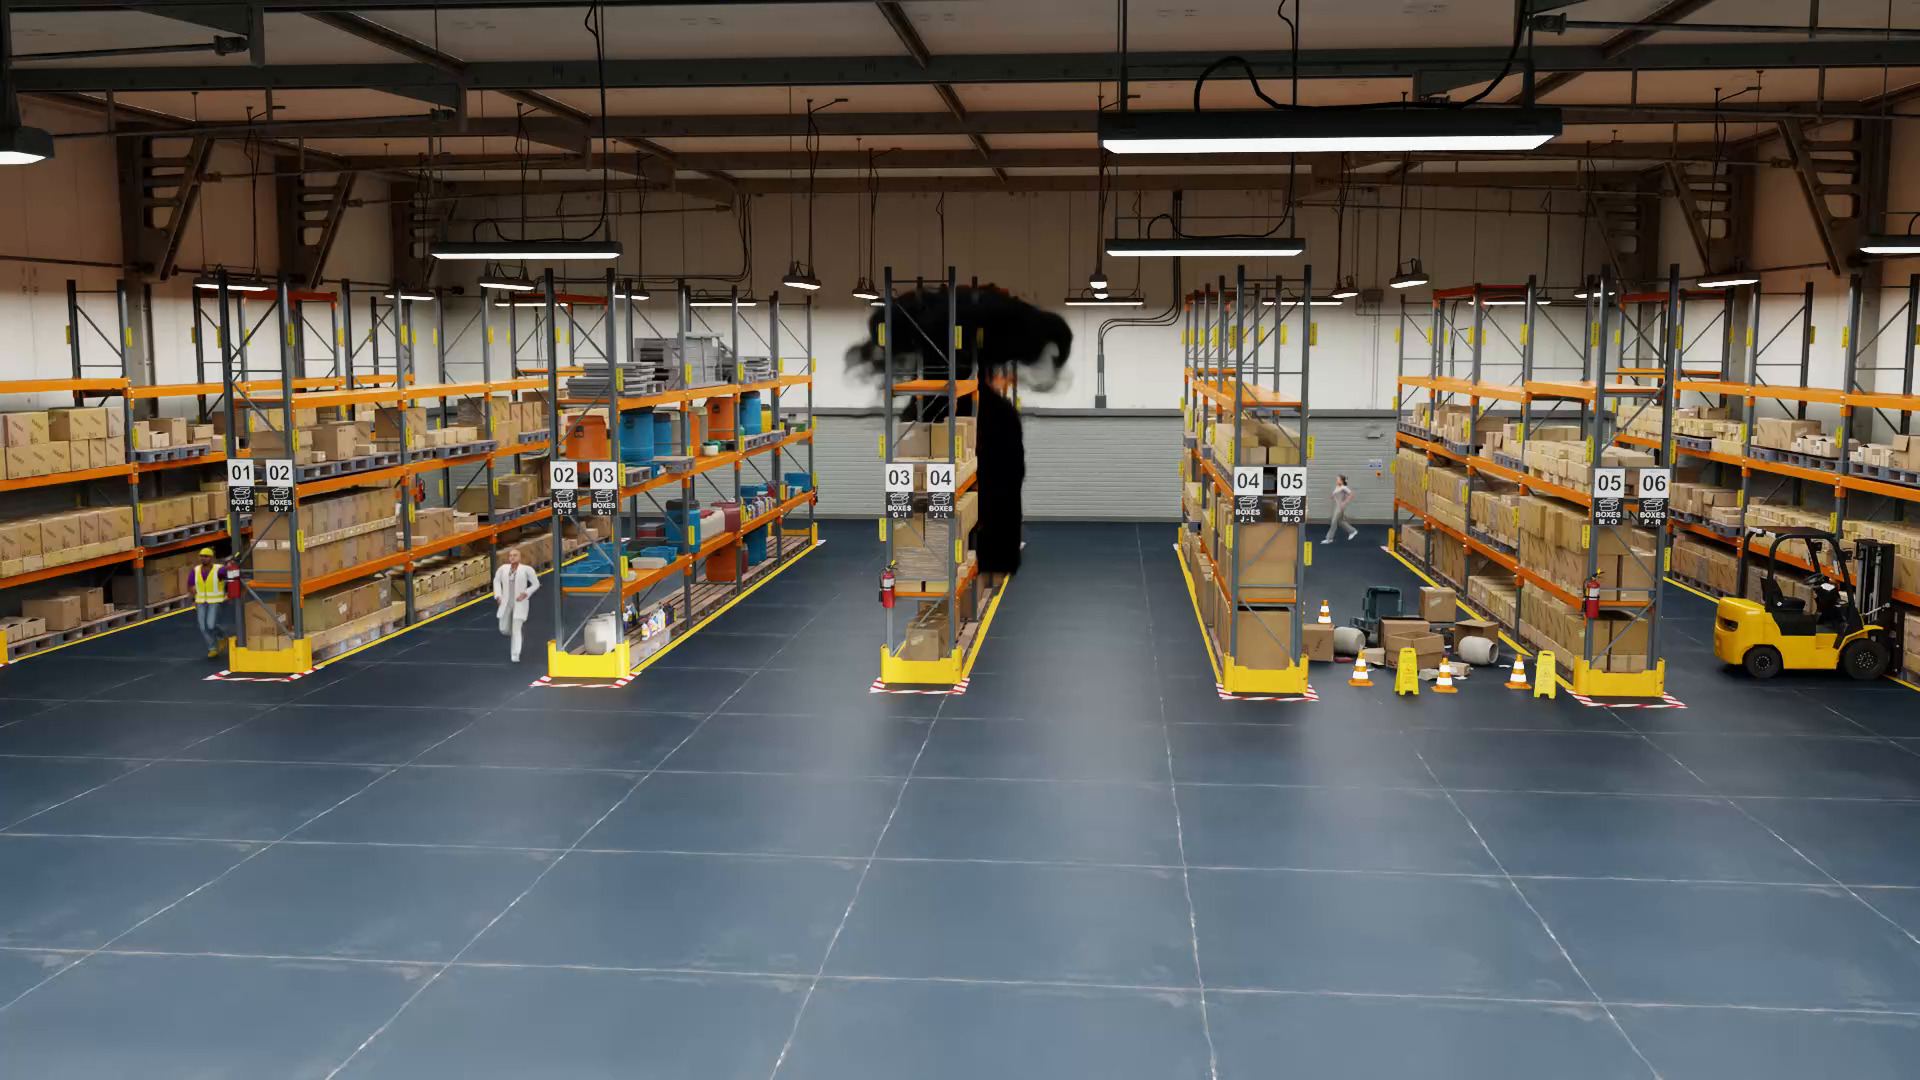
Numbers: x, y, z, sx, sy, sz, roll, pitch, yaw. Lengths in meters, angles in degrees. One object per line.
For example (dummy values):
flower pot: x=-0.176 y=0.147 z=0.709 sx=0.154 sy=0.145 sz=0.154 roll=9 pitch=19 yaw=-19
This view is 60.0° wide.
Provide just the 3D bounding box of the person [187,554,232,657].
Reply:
person: x=-11.770 y=1.008 z=26.055 sx=0.692 sy=1.677 sz=0.582 roll=0 pitch=7 yaw=-3

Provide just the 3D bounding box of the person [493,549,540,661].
person: x=-6.935 y=1.040 z=25.980 sx=0.752 sy=1.657 sz=0.631 roll=1 pitch=7 yaw=6

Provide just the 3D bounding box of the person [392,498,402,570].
person: x=-11.920 y=-0.099 z=34.924 sx=0.632 sy=1.777 sz=0.705 roll=-1 pitch=7 yaw=-5

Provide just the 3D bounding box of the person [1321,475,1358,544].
person: x=9.246 y=-0.752 z=40.438 sx=0.955 sy=1.667 sz=0.567 roll=-1 pitch=7 yaw=-7
